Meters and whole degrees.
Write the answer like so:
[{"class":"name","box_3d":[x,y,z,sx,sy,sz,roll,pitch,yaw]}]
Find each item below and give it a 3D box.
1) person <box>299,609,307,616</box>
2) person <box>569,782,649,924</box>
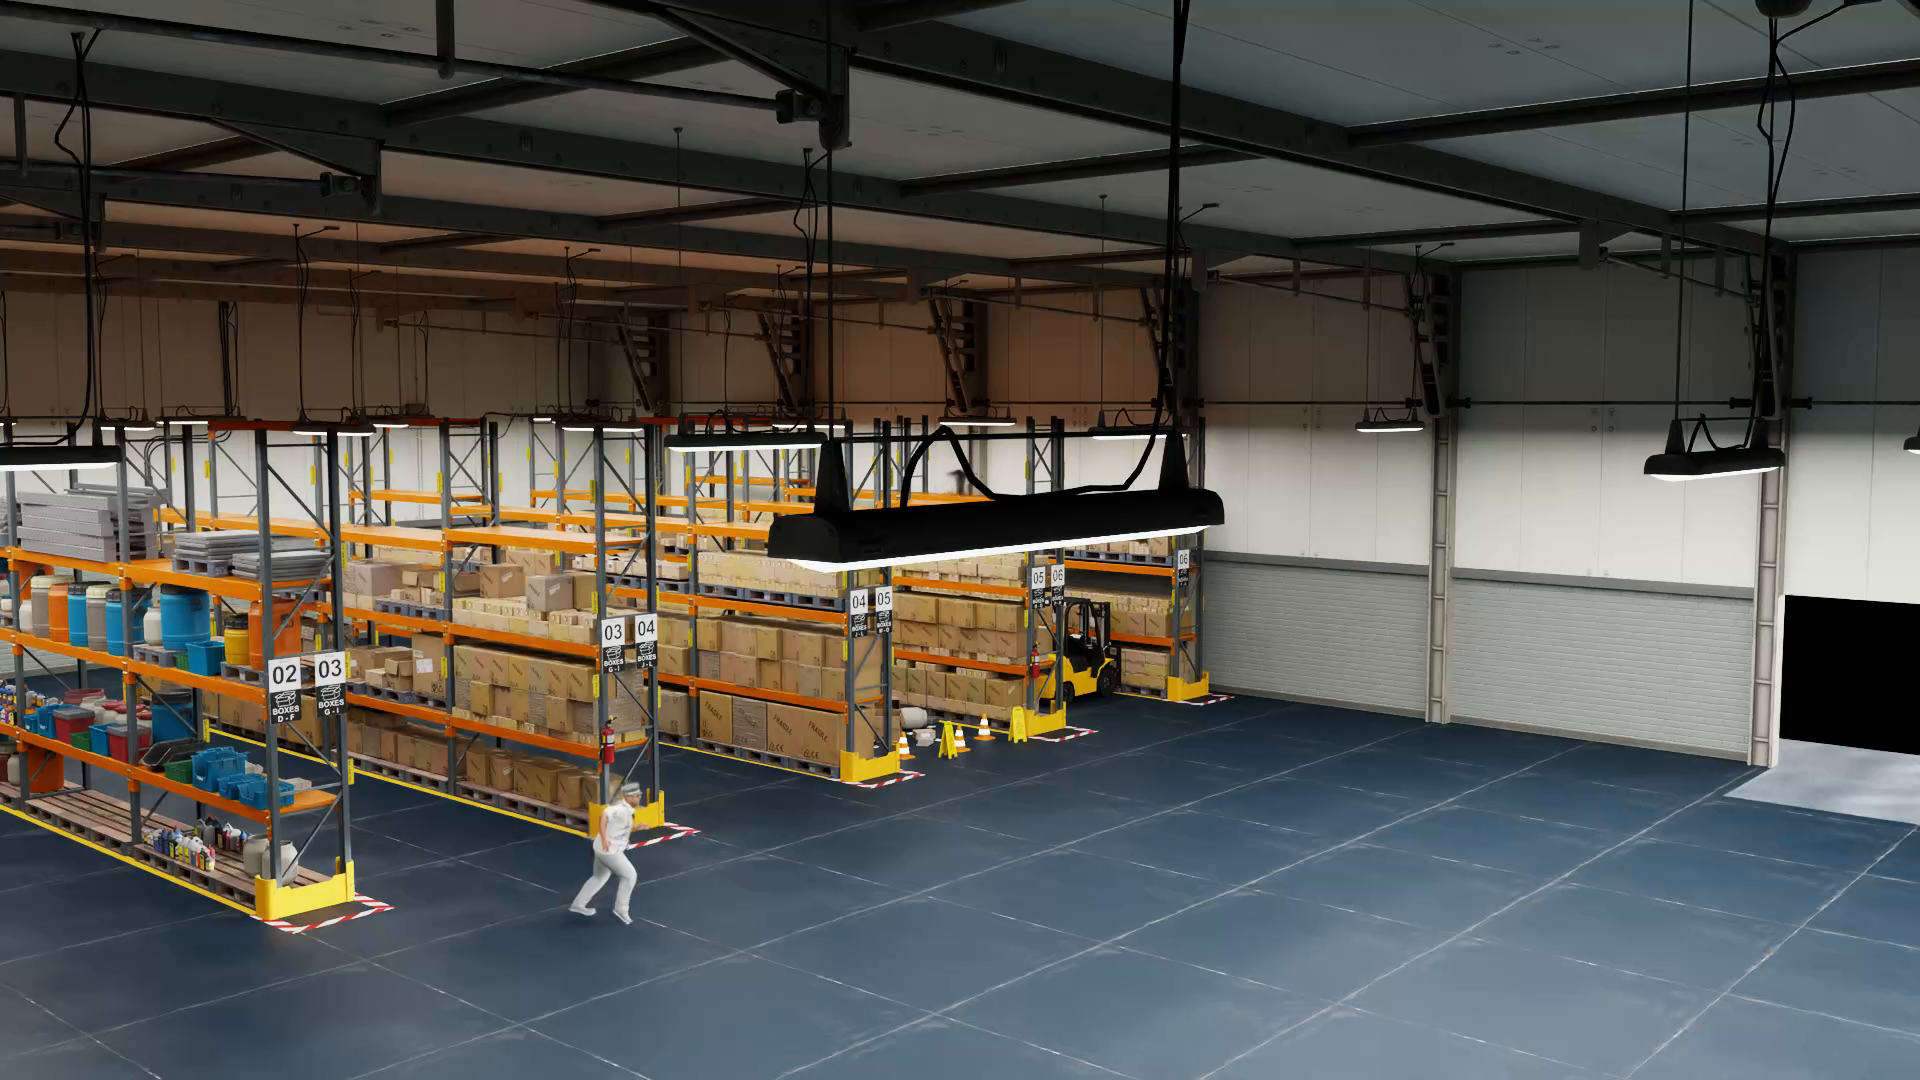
[{"class":"person","box_3d":[-14.912,2.339,37.629,0.679,1.713,0.762,-3,5,-29]},{"class":"person","box_3d":[-4.270,3.837,20.235,0.974,1.763,0.700,-1,5,-10]}]
